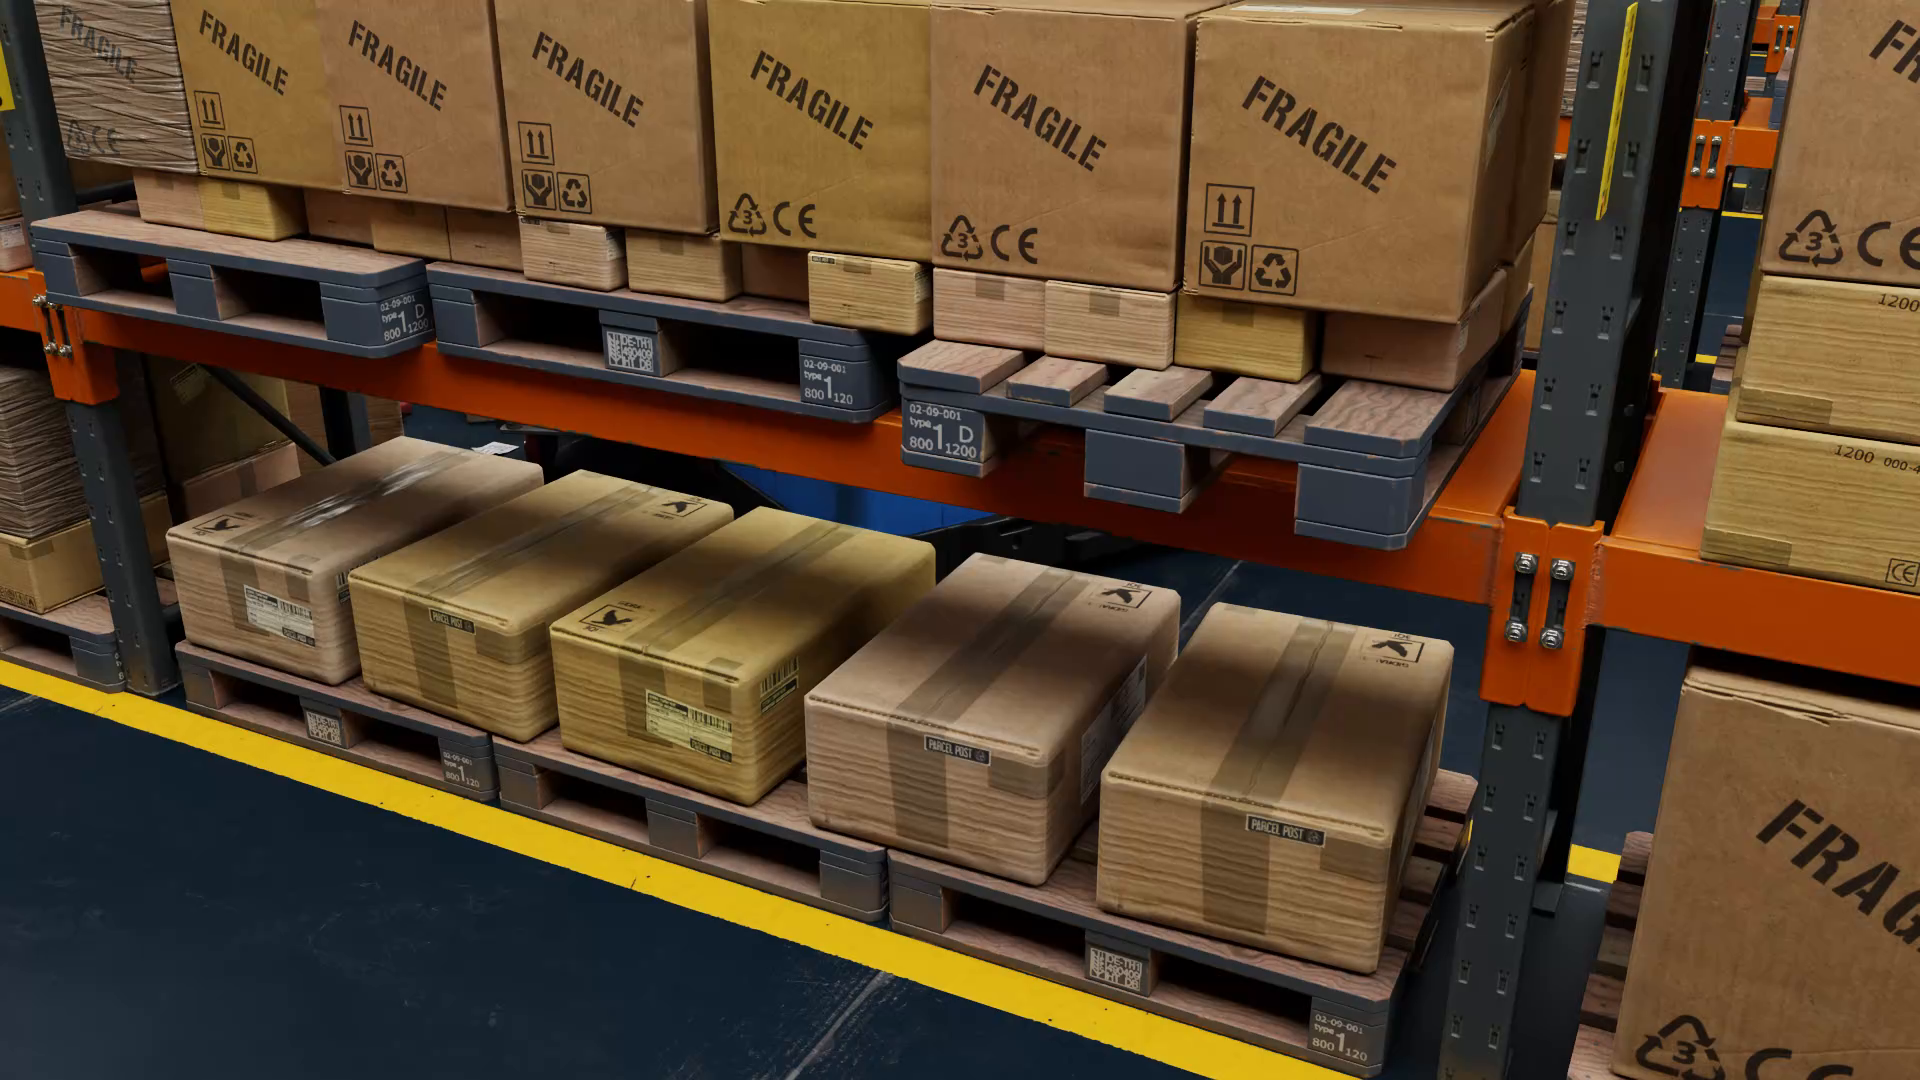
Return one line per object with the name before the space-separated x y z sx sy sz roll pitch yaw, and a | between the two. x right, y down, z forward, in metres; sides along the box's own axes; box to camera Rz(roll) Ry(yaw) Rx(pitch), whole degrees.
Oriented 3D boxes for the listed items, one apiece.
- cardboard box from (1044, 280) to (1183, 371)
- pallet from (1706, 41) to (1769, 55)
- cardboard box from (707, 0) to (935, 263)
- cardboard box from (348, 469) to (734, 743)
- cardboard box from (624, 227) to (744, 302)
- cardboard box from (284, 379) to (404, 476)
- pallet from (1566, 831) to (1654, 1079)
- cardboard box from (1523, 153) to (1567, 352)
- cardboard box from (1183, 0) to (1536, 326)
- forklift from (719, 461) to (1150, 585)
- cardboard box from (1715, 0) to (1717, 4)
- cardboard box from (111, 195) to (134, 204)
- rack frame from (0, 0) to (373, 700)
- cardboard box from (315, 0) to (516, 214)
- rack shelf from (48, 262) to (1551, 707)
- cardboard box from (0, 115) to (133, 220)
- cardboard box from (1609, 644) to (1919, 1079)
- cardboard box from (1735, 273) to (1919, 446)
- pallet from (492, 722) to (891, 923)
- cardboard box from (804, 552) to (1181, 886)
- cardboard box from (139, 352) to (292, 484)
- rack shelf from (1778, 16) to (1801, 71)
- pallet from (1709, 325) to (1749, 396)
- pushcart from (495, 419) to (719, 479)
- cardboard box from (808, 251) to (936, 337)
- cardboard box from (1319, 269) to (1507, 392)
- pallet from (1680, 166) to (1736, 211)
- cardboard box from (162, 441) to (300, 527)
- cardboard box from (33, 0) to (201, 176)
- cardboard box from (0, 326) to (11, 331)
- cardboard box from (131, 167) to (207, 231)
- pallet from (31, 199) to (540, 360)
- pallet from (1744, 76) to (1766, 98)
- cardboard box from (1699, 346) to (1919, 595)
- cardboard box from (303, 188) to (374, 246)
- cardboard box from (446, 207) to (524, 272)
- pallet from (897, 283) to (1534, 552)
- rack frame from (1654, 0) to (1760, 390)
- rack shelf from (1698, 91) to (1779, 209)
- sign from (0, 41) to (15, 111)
cardboard box | 0.357 -0.473 3.313 0.250 0.149 0.380 11 25 24
pallet | 9.500 -6.165 20.476 1.213 0.211 1.003 11 25 25
cardboard box | -0.176 -0.904 3.498 0.500 0.500 0.500 9 25 21
cardboard box | -1.185 0.159 4.865 0.625 0.372 0.950 13 26 28
cardboard box | -0.545 -0.668 3.772 0.250 0.149 0.380 10 25 23
cardboard box | -2.639 -0.590 6.996 0.500 0.500 0.500 -10 25 -21
pallet | 1.942 1.080 3.440 1.213 0.211 1.003 11 25 25
cardboard box | 2.913 -1.412 8.076 0.750 0.750 1.050 11 25 24
cardboard box | 0.742 -0.728 3.084 0.500 0.500 0.500 10 25 23
forklift | 0.628 -1.513 6.063 3.031 2.935 1.130 -14 27 -30
cardboard box | 9.172 -6.571 20.128 0.500 0.311 0.500 11 25 24
cardboard box | -2.682 -1.153 5.450 0.250 0.149 0.380 12 26 26
rack frame | -2.297 -1.075 4.945 0.127 3.000 1.000 11 25 25
cardboard box | -1.126 -1.088 3.930 0.500 0.500 0.500 11 25 24
rack shelf | -0.512 -0.391 4.255 4.000 0.370 1.077 11 25 25
cardboard box | -2.806 -1.249 4.847 0.500 0.500 0.500 10 25 23
cardboard box | 1.852 0.567 3.262 0.875 0.875 0.875 11 25 24
cardboard box | 1.613 -0.354 2.802 0.500 0.250 0.500 11 25 24
pallet | -0.509 0.560 4.663 1.213 0.211 1.003 11 25 25
cardboard box | 0.111 0.417 4.258 0.625 0.372 0.950 11 25 24
cardboard box | -2.702 -0.546 5.720 0.500 0.500 0.500 13 26 27
rack shelf | 7.529 -3.145 10.733 4.000 0.370 1.077 11 25 25
pallet | 4.113 -0.693 7.611 1.213 0.211 1.003 11 25 25
pushcart | -1.313 -0.673 7.351 0.936 0.377 1.648 3 23 6
cardboard box | -0.116 -0.564 3.527 0.250 0.149 0.380 12 26 25
cardboard box | 0.874 -0.422 3.194 0.250 0.149 0.380 12 26 26
pallet | 5.047 -2.685 12.294 1.213 0.211 1.003 11 25 25
cardboard box | -2.702 -0.201 5.867 0.500 0.250 0.500 10 25 22
cardboard box | -2.008 -1.268 4.354 0.500 0.500 0.500 12 26 26
cardboard box | -3.401 -0.448 5.489 0.500 0.500 0.500 12 26 25
cardboard box | -1.946 -0.945 4.423 0.250 0.149 0.380 12 26 25
pallet | -1.681 -0.801 4.545 1.213 0.211 1.003 11 25 25
pallet | 7.305 -4.427 16.389 1.213 0.211 1.003 11 25 25
cardboard box | 1.596 -0.125 2.903 0.500 0.250 0.500 11 25 24
cardboard box | -1.440 -0.874 4.257 0.250 0.149 0.380 13 26 28
cardboard box | -1.010 -0.770 4.011 0.250 0.149 0.380 11 26 25
pallet | 0.589 -0.369 3.530 1.003 0.211 1.213 11 25 25
rack frame | 3.416 -2.115 7.391 0.127 3.000 1.000 11 25 25
rack shelf | 5.201 -1.431 6.701 4.000 0.370 1.077 11 25 25
sign | -2.535 -1.282 4.326 0.005 0.325 0.100 11 25 25
